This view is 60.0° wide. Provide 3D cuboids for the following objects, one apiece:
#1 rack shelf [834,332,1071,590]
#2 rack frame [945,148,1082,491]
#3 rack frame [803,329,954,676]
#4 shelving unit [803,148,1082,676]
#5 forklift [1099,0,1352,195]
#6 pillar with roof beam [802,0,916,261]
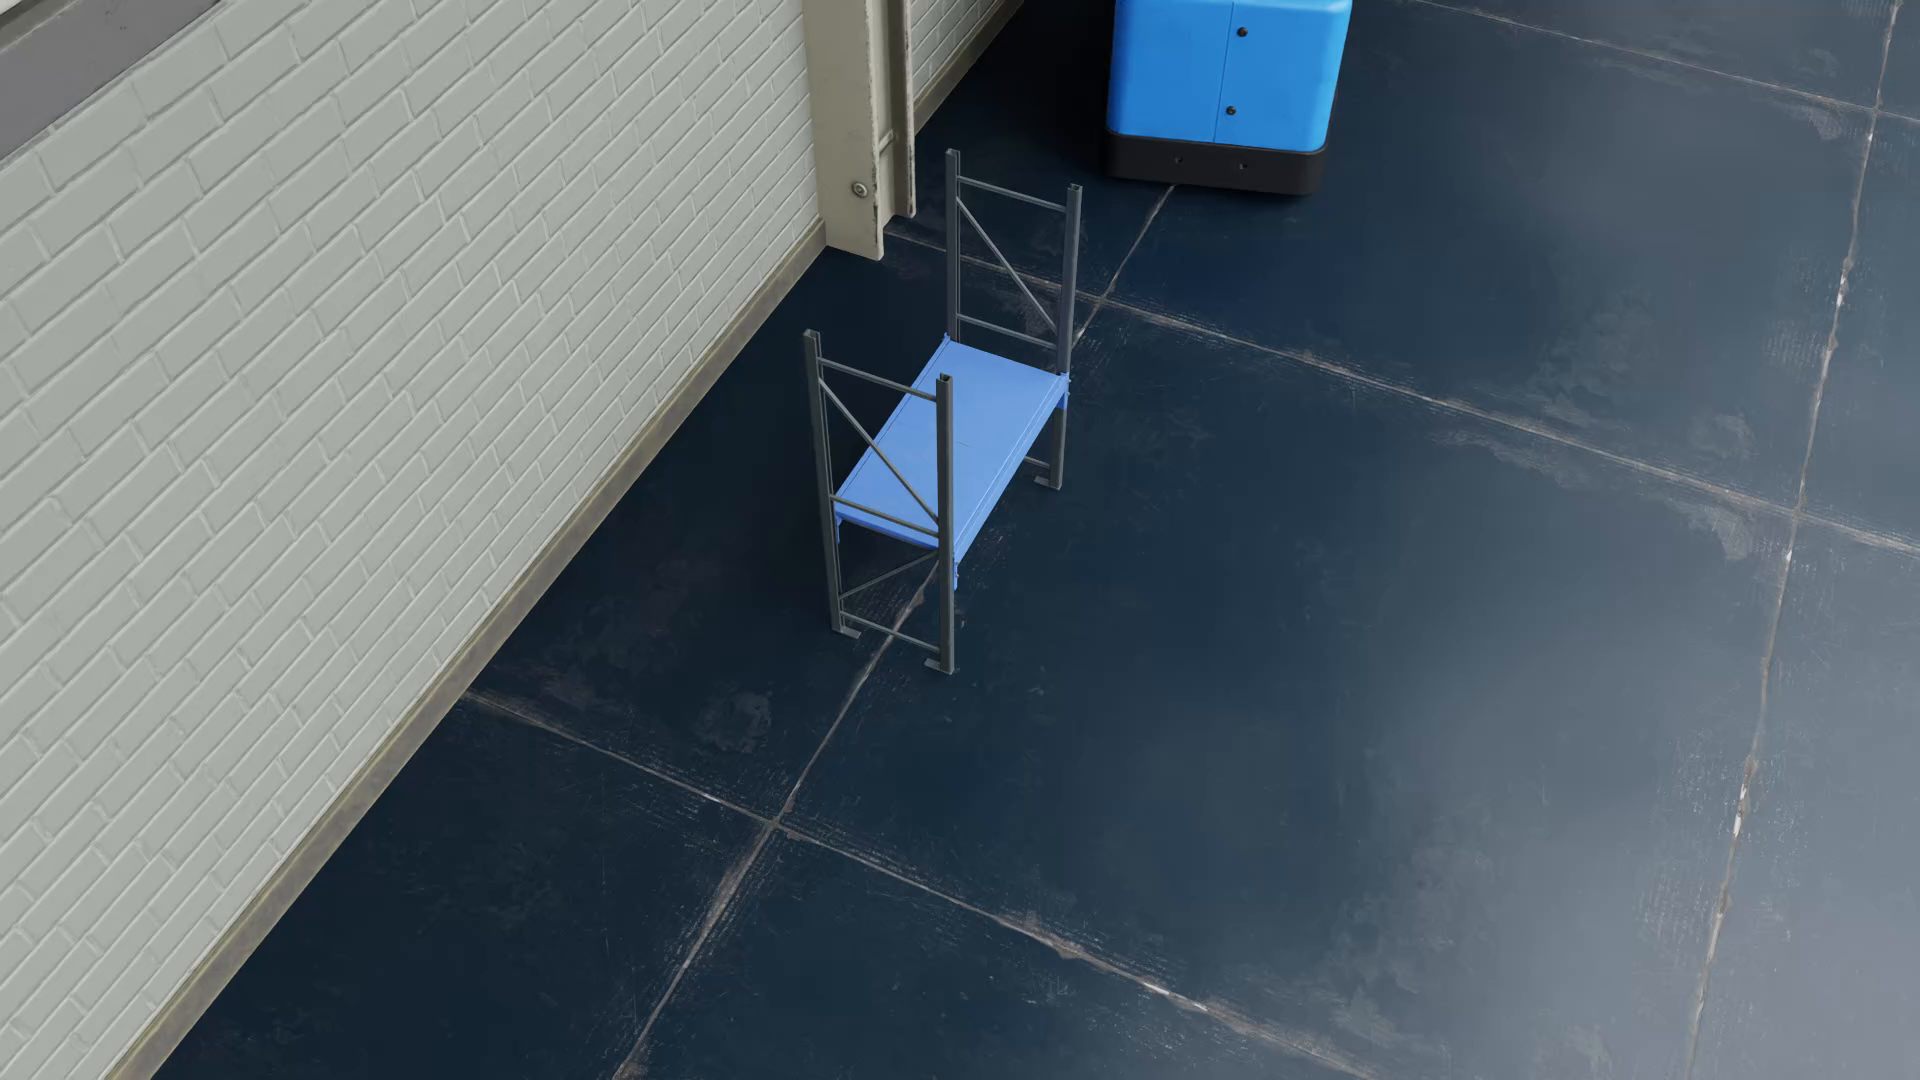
[{"bbox_3d":[-0.036,-0.311,6.081,0.538,0.185,1.000,20,52,16],"label":"rack shelf"},{"bbox_3d":[0.181,-0.777,6.242,0.500,1.500,0.032,20,52,16],"label":"rack frame"},{"bbox_3d":[-0.254,-0.077,5.646,0.500,1.500,0.032,20,52,16],"label":"rack frame"},{"bbox_3d":[-0.036,-0.427,5.944,0.538,1.500,1.048,20,52,16],"label":"shelving unit"},{"bbox_3d":[1.414,-3.721,7.807,1.130,2.935,3.031,7,50,6],"label":"forklift"},{"bbox_3d":[3.463,-2.987,3.198,9.100,9.000,0.400,20,52,16],"label":"pillar with roof beam"}]
